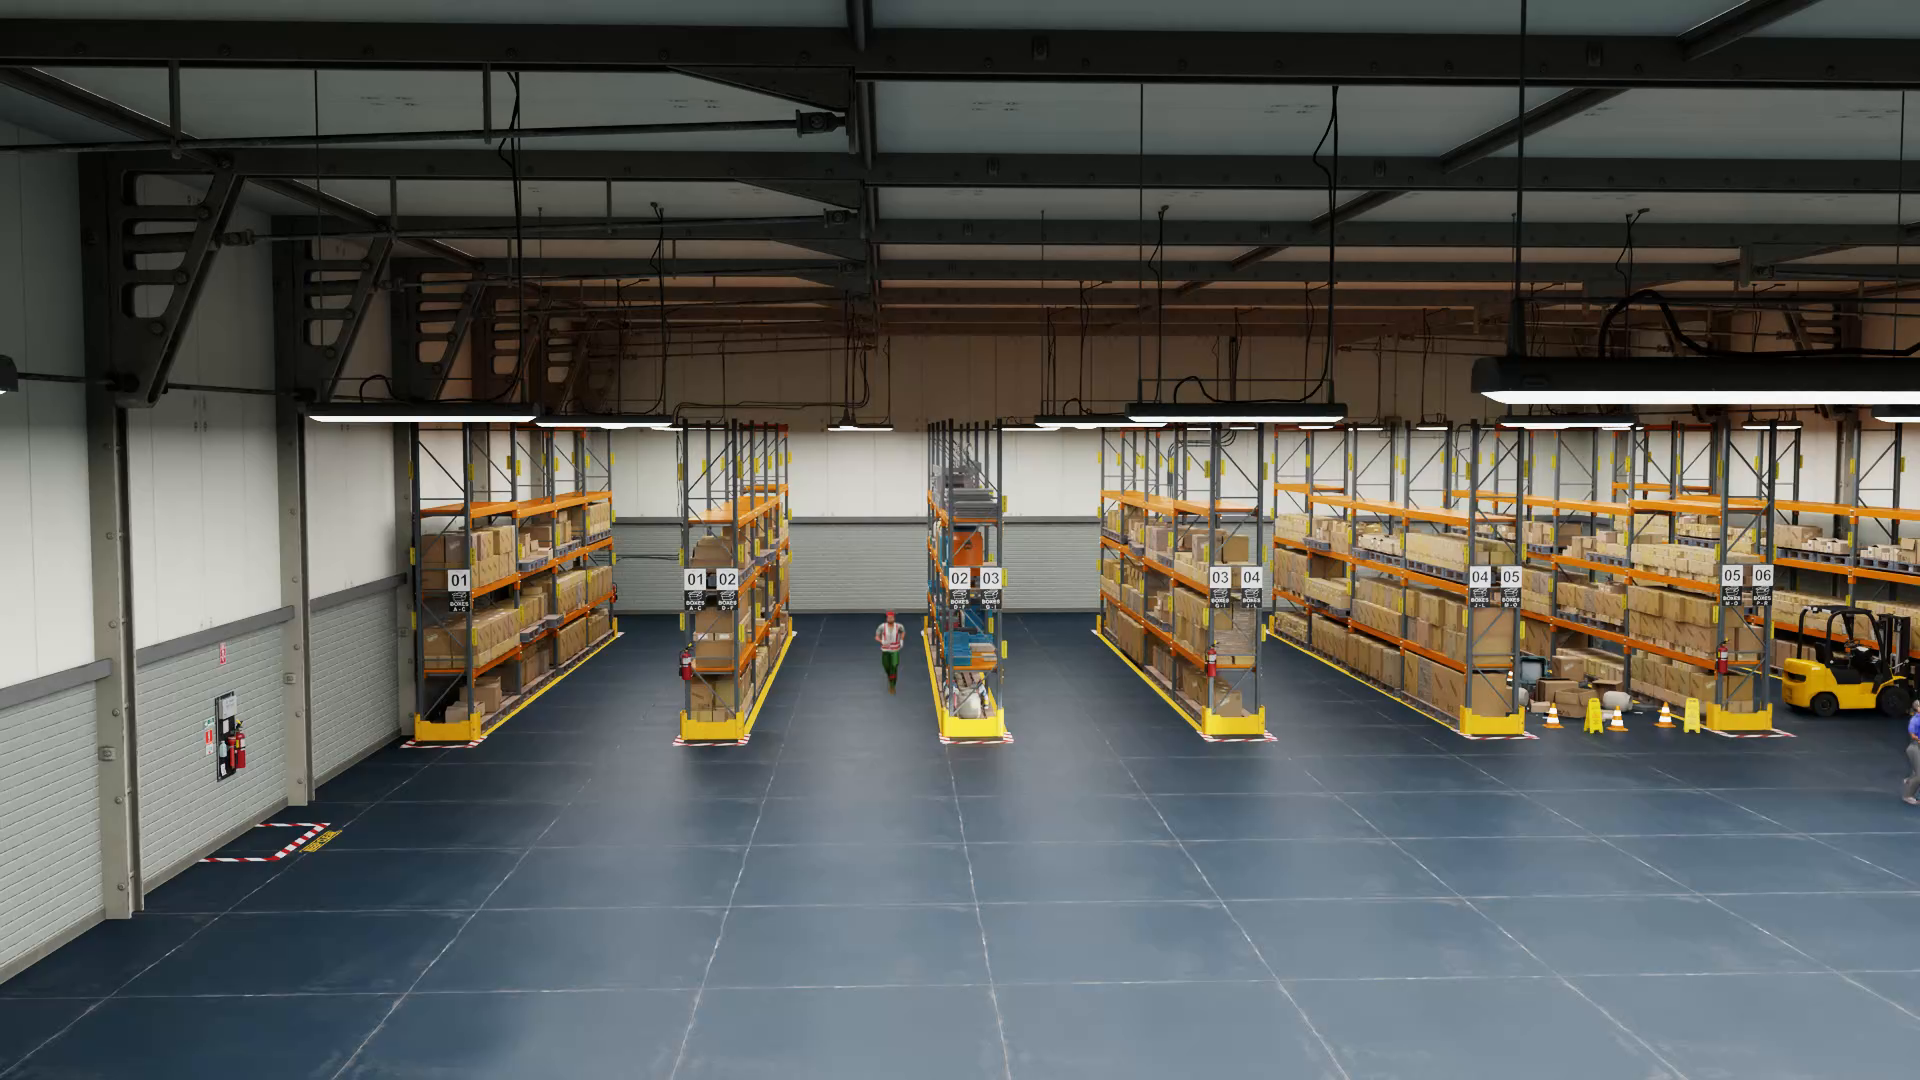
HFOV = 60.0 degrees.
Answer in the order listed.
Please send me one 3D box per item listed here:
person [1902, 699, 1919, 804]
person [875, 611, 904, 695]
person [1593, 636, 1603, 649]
[{"bbox_3d":[14.845,3.268,25.646,0.624,1.624,0.537,-4,5,-44],"label":"person"},{"bbox_3d":[-1.567,2.472,36.914,0.622,1.796,1.154,0,4,4],"label":"person"},{"bbox_3d":[16.669,2.110,43.489,0.624,1.653,0.717,0,4,-7],"label":"person"}]
